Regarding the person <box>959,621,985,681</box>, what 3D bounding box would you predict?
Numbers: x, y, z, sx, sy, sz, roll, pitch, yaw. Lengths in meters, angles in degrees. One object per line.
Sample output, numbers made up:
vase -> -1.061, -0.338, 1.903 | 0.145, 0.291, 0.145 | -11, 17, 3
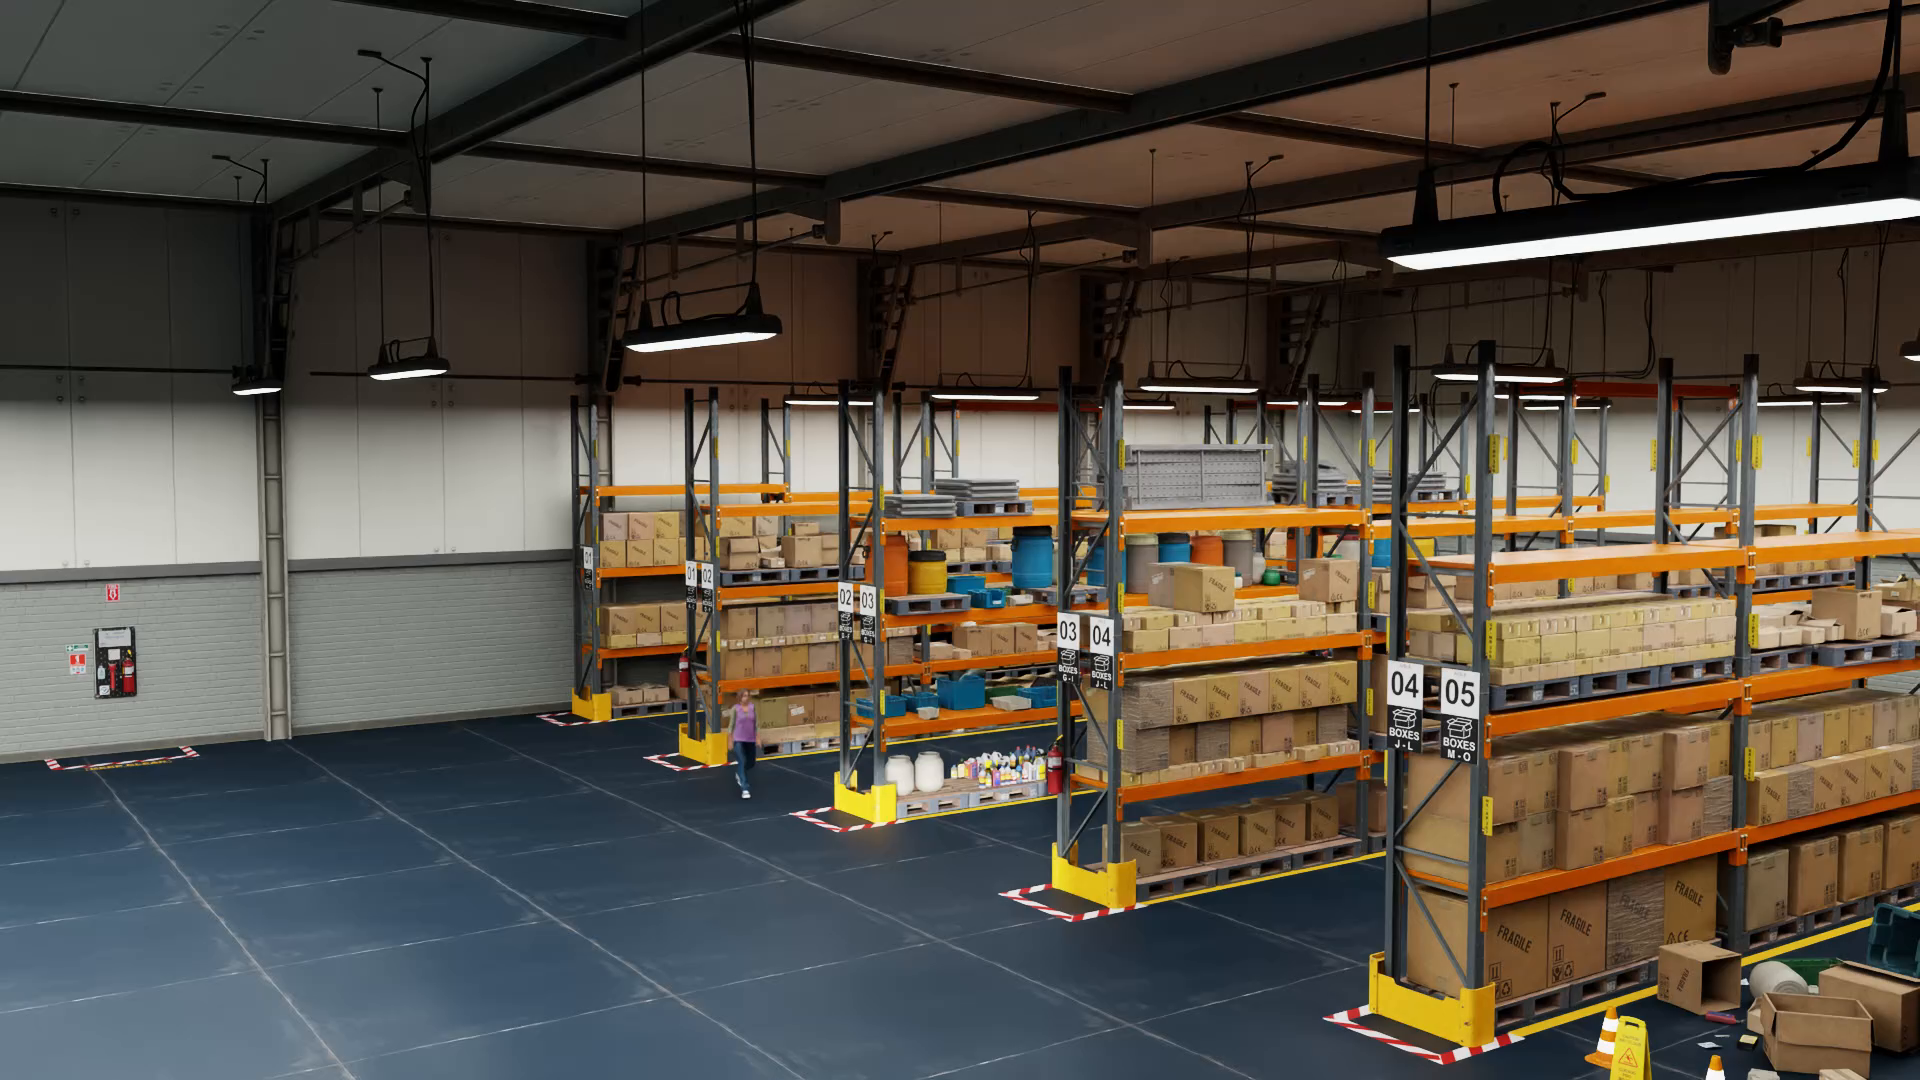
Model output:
person -> 0.233, 2.127, 33.545 | 0.659, 1.619, 0.595 | -2, 4, -27

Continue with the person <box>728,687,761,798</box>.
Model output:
person -> -3.148, 2.918, 24.206 | 0.448, 1.560, 0.869 | -2, 4, -30
